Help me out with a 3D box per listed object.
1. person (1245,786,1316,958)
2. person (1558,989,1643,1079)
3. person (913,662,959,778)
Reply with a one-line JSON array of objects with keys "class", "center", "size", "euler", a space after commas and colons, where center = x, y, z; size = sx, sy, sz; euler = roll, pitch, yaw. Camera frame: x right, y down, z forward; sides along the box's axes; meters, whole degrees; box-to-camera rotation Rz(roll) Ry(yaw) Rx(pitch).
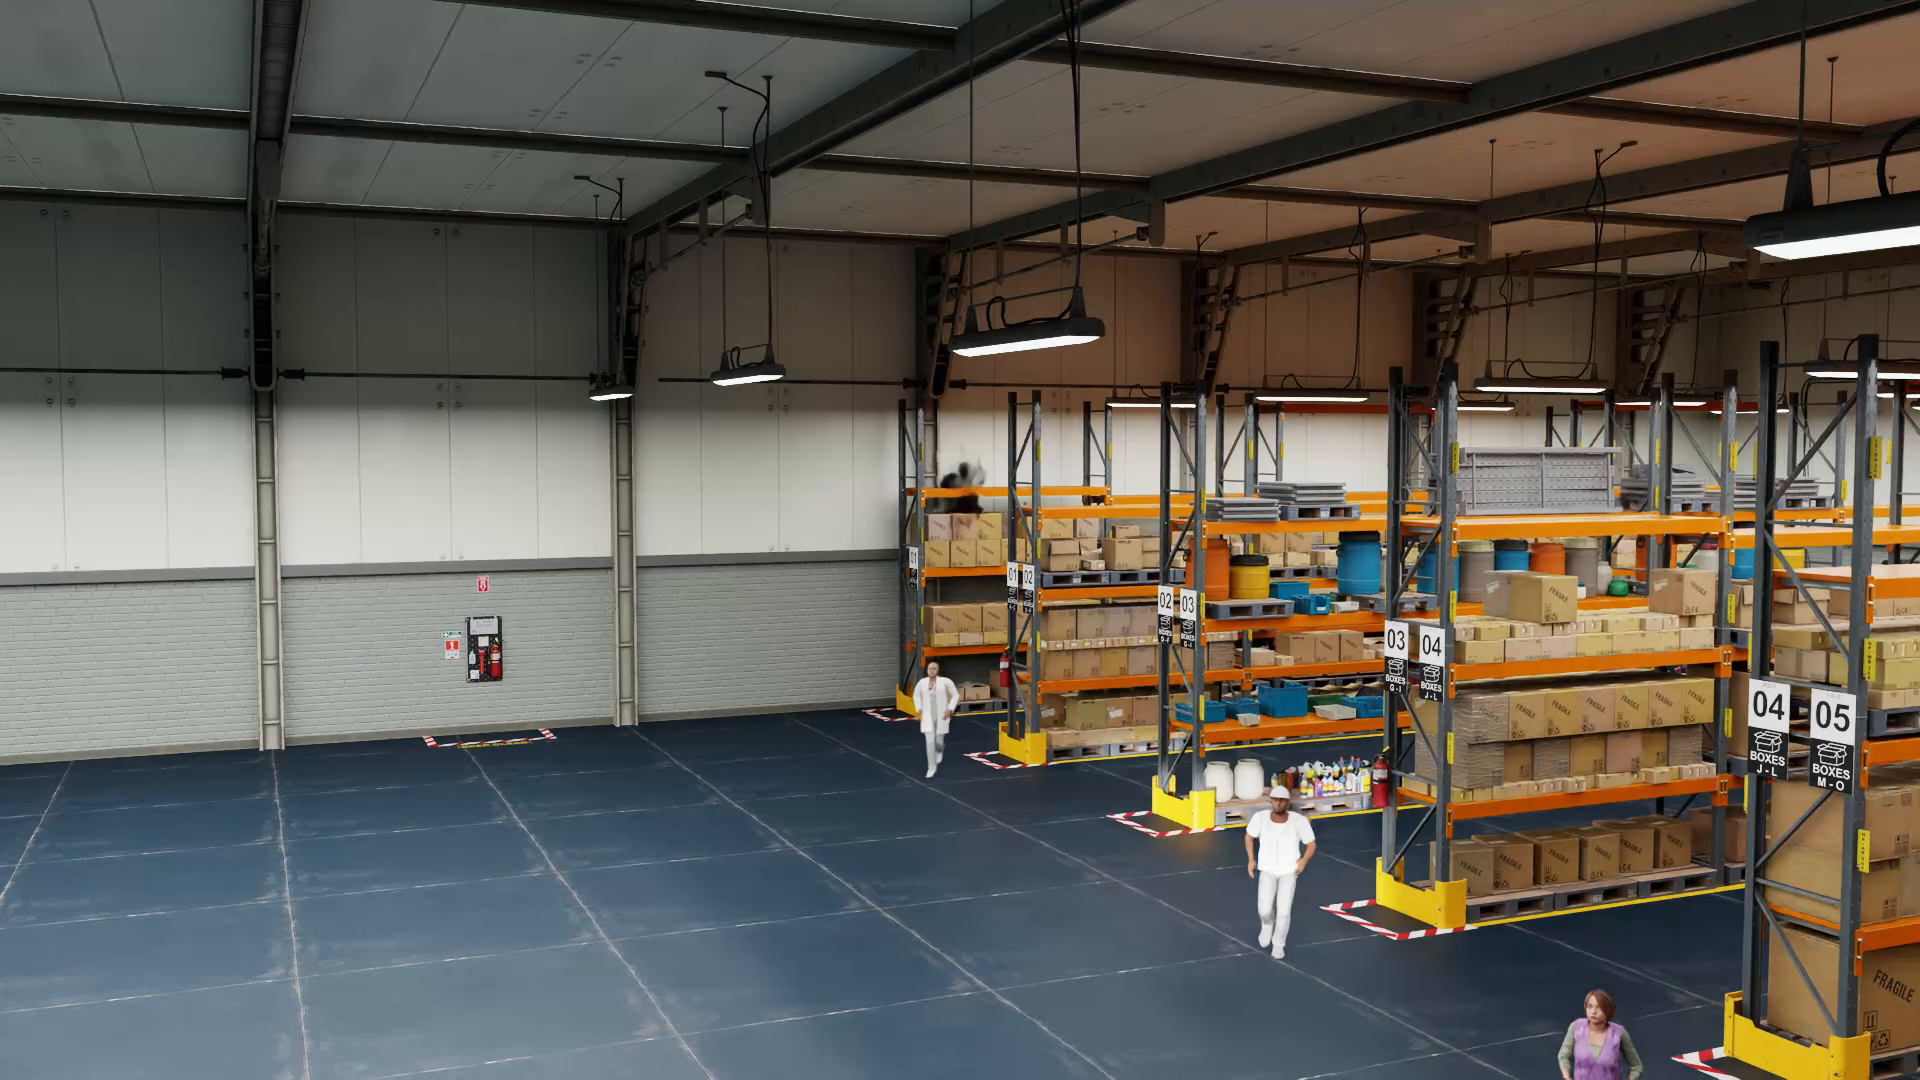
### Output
[{"class": "person", "center": [3.209, 3.321, 16.686], "size": [0.712, 1.731, 0.574], "euler": [1, 3, 14]}, {"class": "person", "center": [4.251, 3.746, 11.058], "size": [0.535, 1.577, 0.591], "euler": [2, 4, 25]}, {"class": "person", "center": [-0.374, 2.779, 25.987], "size": [0.727, 1.775, 0.744], "euler": [0, 3, 7]}]
